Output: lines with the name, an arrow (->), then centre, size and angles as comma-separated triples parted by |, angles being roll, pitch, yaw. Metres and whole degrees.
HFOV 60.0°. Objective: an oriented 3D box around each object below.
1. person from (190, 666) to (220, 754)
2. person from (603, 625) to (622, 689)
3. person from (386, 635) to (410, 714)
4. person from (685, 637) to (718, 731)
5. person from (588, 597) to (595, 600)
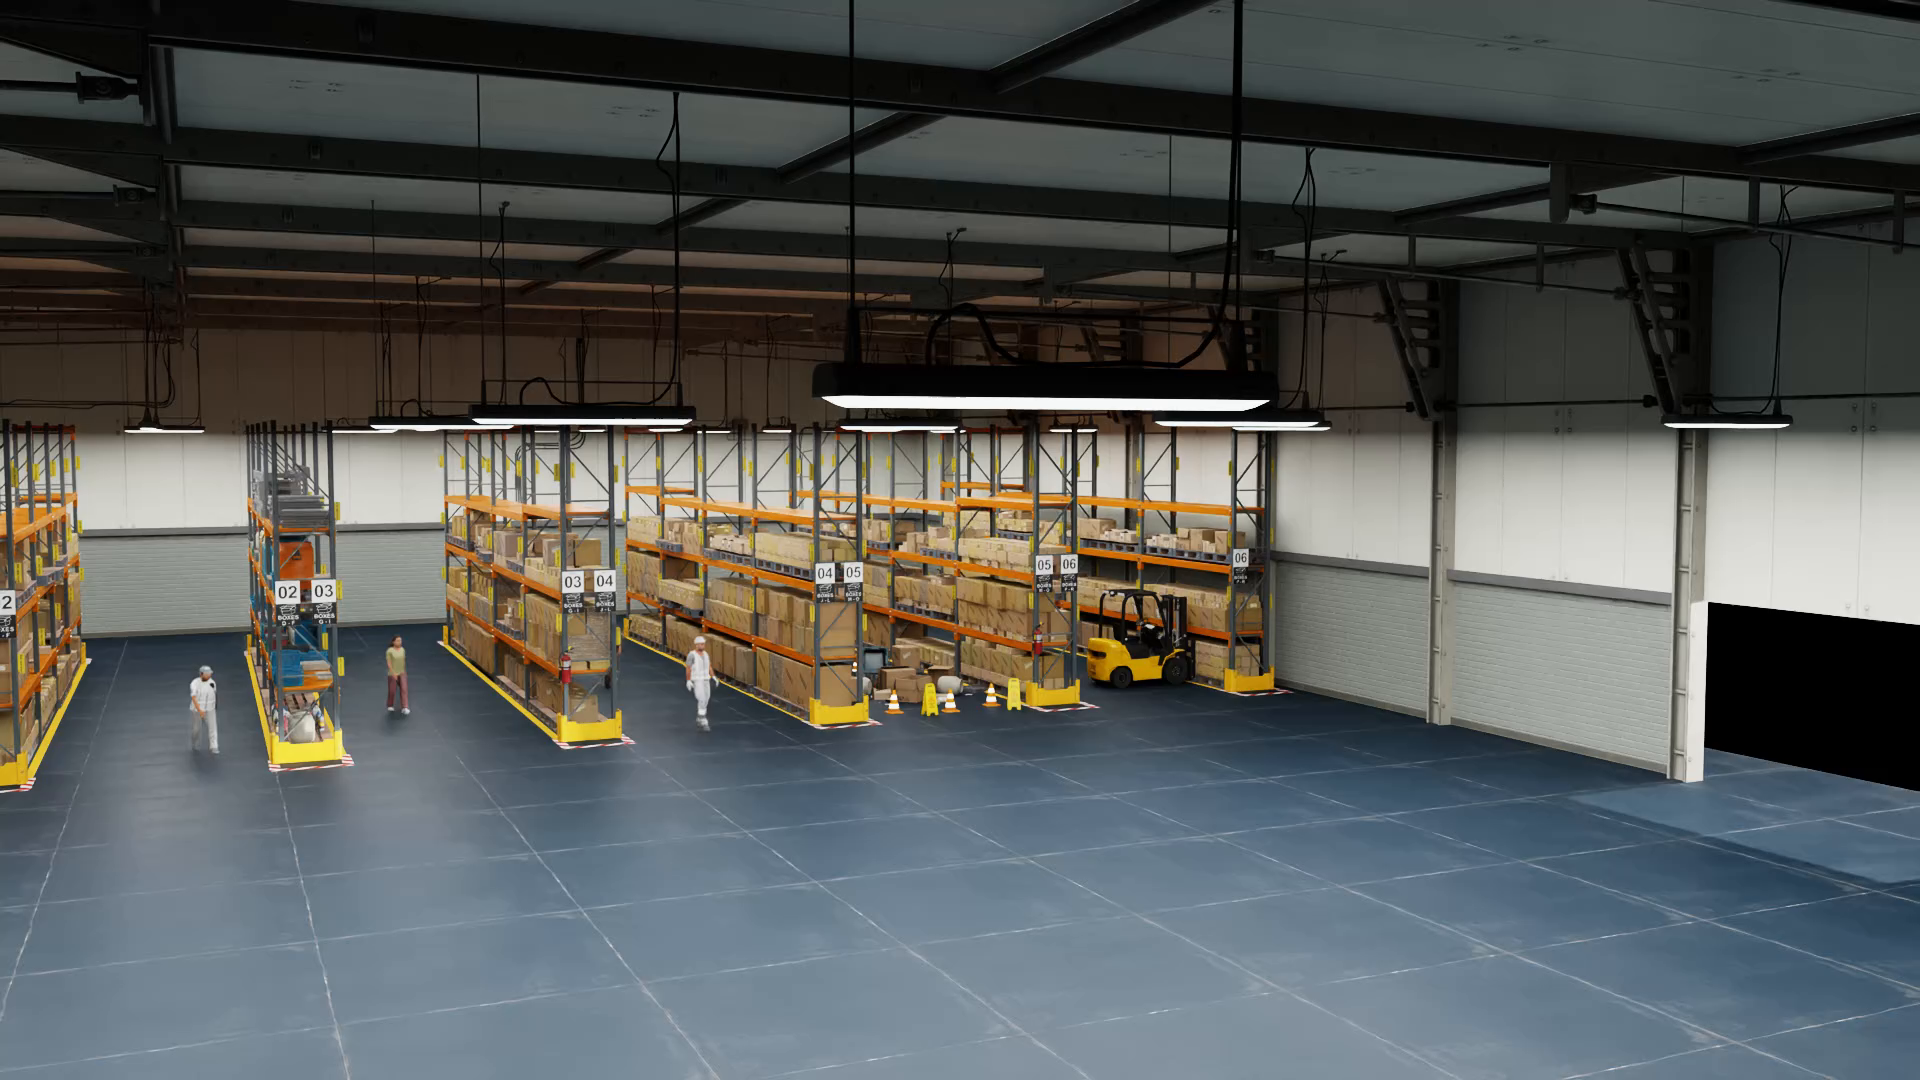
person -> -13.593, 3.049, 29.944 | 0.468, 1.574, 1.082 | -3, 5, -40
person -> -7.999, 2.532, 37.855 | 0.615, 1.675, 0.587 | -2, 4, -28
person -> -11.581, 2.756, 34.259 | 0.448, 1.606, 1.009 | -3, 5, -40
person -> -4.988, 2.813, 32.574 | 0.659, 1.818, 0.550 | 3, 5, 40
person -> -10.308, 1.987, 46.741 | 0.485, 1.602, 0.838 | -1, 4, -21
